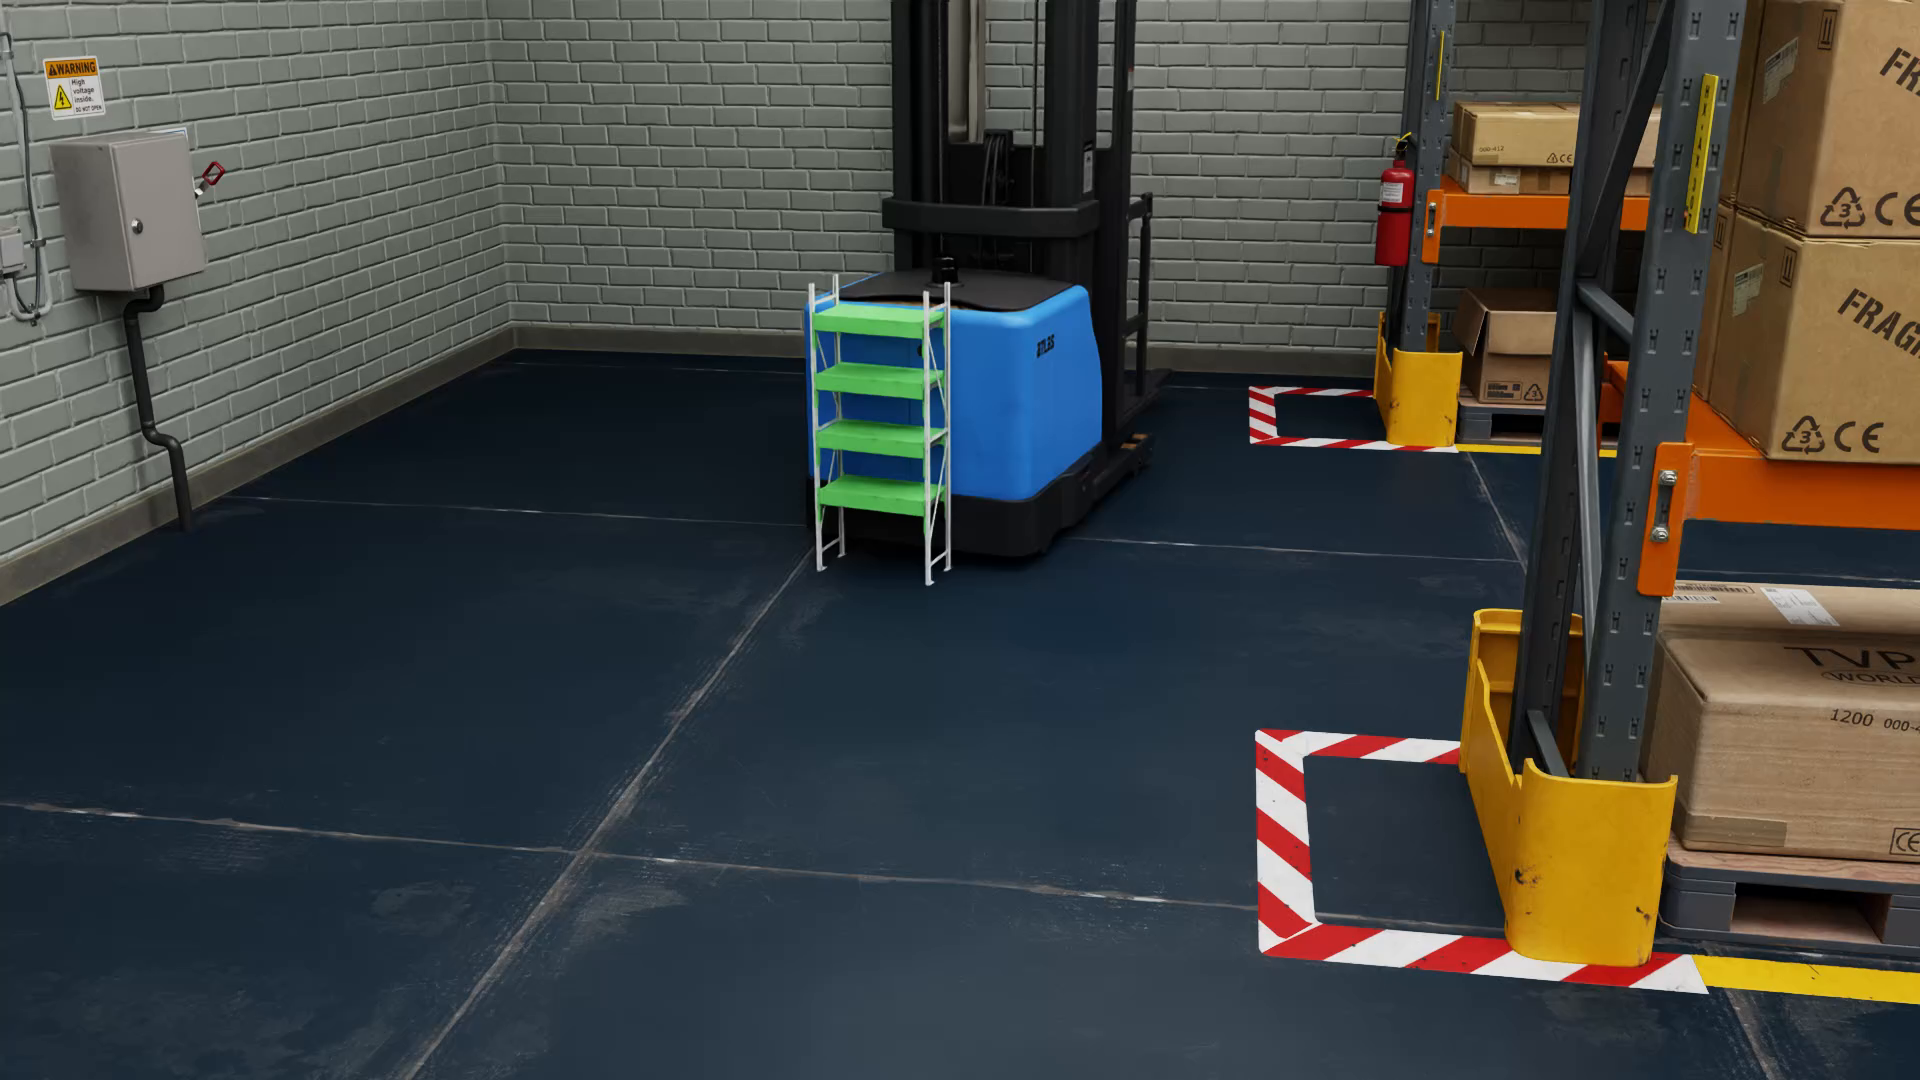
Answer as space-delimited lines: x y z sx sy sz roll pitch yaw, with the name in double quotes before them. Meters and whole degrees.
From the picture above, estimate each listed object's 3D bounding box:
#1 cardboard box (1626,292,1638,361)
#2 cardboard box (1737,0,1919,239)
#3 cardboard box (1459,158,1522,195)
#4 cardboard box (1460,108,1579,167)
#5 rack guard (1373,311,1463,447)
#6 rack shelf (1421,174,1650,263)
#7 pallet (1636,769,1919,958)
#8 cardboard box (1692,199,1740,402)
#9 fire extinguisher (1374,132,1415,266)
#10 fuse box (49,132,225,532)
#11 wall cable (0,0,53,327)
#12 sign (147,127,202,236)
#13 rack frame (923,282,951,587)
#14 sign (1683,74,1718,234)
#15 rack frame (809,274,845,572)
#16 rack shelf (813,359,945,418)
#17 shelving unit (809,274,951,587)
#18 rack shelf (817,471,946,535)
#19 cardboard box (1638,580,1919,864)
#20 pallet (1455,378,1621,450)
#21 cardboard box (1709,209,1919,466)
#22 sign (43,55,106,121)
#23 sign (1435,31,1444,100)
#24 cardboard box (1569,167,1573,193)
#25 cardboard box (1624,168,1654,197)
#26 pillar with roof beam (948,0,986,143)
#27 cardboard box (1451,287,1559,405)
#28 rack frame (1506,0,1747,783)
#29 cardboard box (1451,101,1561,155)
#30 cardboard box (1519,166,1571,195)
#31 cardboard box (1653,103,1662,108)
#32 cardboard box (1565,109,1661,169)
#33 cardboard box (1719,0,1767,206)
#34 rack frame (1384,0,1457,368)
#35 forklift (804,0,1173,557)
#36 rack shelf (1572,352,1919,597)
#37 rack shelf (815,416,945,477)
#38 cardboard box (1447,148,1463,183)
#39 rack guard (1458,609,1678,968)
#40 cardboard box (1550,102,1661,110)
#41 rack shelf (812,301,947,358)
"cardboard box" 3.881 -1.001 8.845 0.500 0.500 0.700 4 19 11
"cardboard box" 2.100 -0.956 3.699 0.500 0.500 0.500 3 19 7
"cardboard box" 2.736 -1.881 8.594 0.250 0.149 0.380 3 19 8
"cardboard box" 2.860 -2.066 8.517 0.500 0.250 0.500 3 19 9
"rack guard" 2.530 -0.914 9.246 0.348 0.500 1.175 3 19 9
"rack shelf" 4.429 -1.661 8.674 4.000 0.370 1.077 3 19 9
"pallet" 2.473 0.791 4.608 1.213 0.211 1.003 3 19 9
"cardboard box" 2.189 -0.654 4.372 0.500 0.500 0.500 3 19 9
"fire extinguisher" 2.236 -1.752 8.521 0.183 0.674 0.296 3 19 9
"fuse box" -3.423 -0.864 7.188 0.414 1.711 0.539 3 19 9
"wall cable" -3.687 -1.751 6.207 0.122 1.984 0.588 3 19 9
"sign" -3.549 -1.595 7.492 0.001 0.494 0.329 3 19 9
"rack frame" -0.089 -0.415 6.652 0.015 1.200 0.240 7 20 20
"sign" 1.577 -0.822 3.544 0.005 0.325 0.100 3 19 9
"rack frame" -0.543 -0.472 6.821 0.015 1.200 0.240 7 20 20
"rack shelf" -0.316 -0.610 6.680 0.480 0.148 0.258 7 20 20
"shelving unit" -0.316 -0.443 6.736 0.503 1.200 0.258 7 20 20
"rack shelf" -0.316 -0.155 6.833 0.480 0.148 0.258 7 20 20
"cardboard box" 2.339 0.470 4.547 0.875 0.438 0.875 2 19 7
"pallet" 3.317 -0.737 9.172 1.213 0.211 1.003 3 19 9
"cardboard box" 2.099 -0.481 3.855 0.500 0.500 0.500 3 19 8
"sign" -3.636 -1.860 6.832 0.001 0.242 0.339 3 19 9
"sign" 2.369 -2.343 8.215 0.005 0.325 0.100 3 19 9
"cardboard box" 3.259 -1.881 8.592 0.250 0.149 0.380 3 19 8
"cardboard box" 3.499 -1.849 8.497 0.250 0.149 0.380 4 19 10
"pillar with roof beam" -0.747 -4.017 5.127 0.400 9.000 9.100 3 19 9
"cardboard box" 3.044 -1.058 9.009 0.637 0.503 0.797 2 19 6
"rack frame" 1.671 -0.548 4.212 0.127 3.000 1.000 3 19 9
"cardboard box" 2.951 -2.233 9.016 0.500 0.250 0.500 3 19 10
"cardboard box" 2.994 -1.883 8.599 0.250 0.149 0.380 3 19 10
"cardboard box" 3.948 -2.180 8.859 0.500 0.250 0.500 4 19 10
"cardboard box" 3.358 -2.040 8.441 0.500 0.250 0.500 3 19 9
"cardboard box" 2.185 -1.119 4.188 0.500 0.500 0.500 4 19 10
"rack frame" 2.455 -2.103 8.860 0.127 3.000 1.000 3 19 9
"forklift" 0.345 -1.749 7.910 1.130 2.935 3.031 7 20 20
"rack shelf" 3.646 -0.106 4.026 4.000 0.370 1.077 3 19 9
"rack shelf" -0.316 -0.383 6.757 0.480 0.148 0.258 7 20 20
"cardboard box" 2.824 -2.051 9.102 0.250 0.149 0.380 3 19 8
"rack guard" 1.647 0.637 4.613 0.348 0.500 1.175 3 19 9
"cardboard box" 3.460 -2.206 8.938 0.500 0.250 0.500 3 19 9
"rack shelf" -0.316 -0.838 6.604 0.480 0.148 0.258 7 20 20
